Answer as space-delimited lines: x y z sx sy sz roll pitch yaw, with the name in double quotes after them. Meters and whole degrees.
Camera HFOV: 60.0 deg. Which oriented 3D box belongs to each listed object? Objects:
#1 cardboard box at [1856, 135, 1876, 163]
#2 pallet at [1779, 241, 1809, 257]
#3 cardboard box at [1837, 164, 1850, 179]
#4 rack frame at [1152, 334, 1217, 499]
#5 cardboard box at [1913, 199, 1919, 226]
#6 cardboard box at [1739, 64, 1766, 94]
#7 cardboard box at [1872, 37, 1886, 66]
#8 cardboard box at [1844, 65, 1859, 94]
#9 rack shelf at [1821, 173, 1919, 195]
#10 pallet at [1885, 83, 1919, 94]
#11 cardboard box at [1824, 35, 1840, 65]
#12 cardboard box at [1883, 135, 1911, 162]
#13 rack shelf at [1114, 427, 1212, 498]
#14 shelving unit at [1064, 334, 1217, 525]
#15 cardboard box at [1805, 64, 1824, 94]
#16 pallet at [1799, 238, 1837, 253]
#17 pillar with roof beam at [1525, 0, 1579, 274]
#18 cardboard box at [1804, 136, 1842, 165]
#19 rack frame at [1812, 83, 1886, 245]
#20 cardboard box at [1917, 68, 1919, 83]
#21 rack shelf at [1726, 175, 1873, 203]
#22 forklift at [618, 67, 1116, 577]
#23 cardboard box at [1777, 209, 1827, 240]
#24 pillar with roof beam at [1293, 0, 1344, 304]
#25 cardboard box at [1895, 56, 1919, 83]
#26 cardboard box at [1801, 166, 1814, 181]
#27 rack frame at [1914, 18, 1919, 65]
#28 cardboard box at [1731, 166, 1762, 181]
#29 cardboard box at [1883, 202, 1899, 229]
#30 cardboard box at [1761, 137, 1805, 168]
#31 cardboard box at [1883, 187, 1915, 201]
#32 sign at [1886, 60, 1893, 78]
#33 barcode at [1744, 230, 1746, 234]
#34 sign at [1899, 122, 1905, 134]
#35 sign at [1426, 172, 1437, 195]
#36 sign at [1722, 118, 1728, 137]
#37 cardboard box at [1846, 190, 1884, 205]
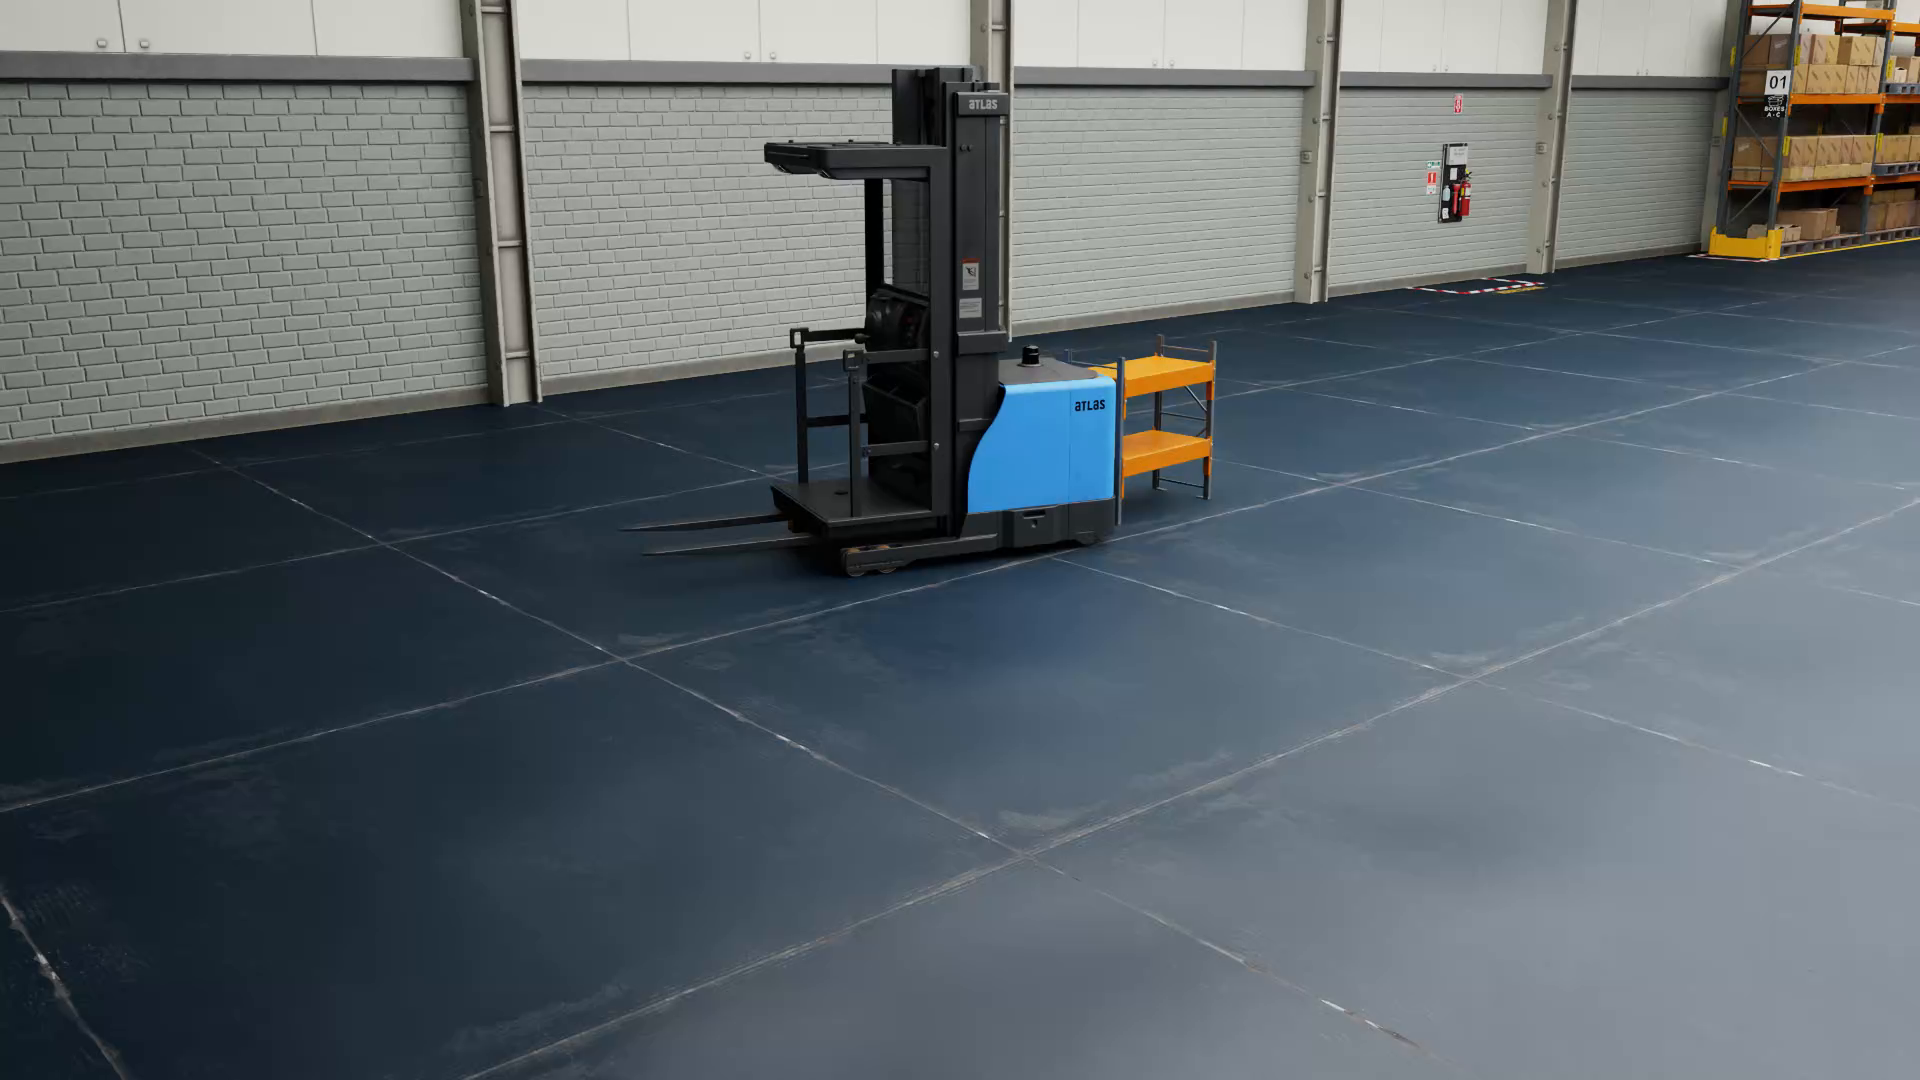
16.842 -7.361 31.294 0.500 0.500 0.500 -13 20 -39 "cardboard box"
14.671 -5.321 30.260 1.213 0.211 1.003 -13 19 -39 "pallet"
16.086 -6.829 30.755 0.500 0.250 0.500 -13 20 -40 "cardboard box"
1.595 -0.880 11.863 0.500 1.125 0.032 14 20 42 "rack frame"
19.504 -6.752 34.208 0.500 0.500 0.700 -12 19 -39 "cardboard box"
14.126 -8.151 29.409 0.500 0.500 0.500 -11 18 -35 "cardboard box"
16.795 -9.054 30.853 0.500 0.500 0.500 14 20 42 "cardboard box"
15.994 -8.391 30.306 0.500 0.500 0.500 -14 20 -41 "cardboard box"
18.504 -7.193 33.261 4.000 0.370 1.077 -13 19 -39 "rack shelf"
17.531 -8.644 31.851 1.003 0.211 1.213 -13 19 -39 "pallet"
15.219 -8.697 29.513 0.500 0.500 0.500 -12 19 -38 "cardboard box"
18.304 -7.753 32.917 0.500 0.500 0.700 -10 18 -32 "cardboard box"
1.242 -0.549 11.573 0.538 0.278 1.000 14 20 42 "rack shelf"
1.242 -0.785 11.510 0.538 1.125 1.048 14 20 42 "shelving unit"
14.823 -8.123 29.305 0.500 0.500 0.500 -11 19 -36 "cardboard box"
15.591 -5.526 31.030 1.213 0.211 1.003 -13 19 -39 "pallet"
12.238 -7.855 22.720 0.400 9.000 9.100 -13 19 -39 "pillar with roof beam"
15.690 -7.104 30.332 0.500 0.500 0.500 -12 19 -38 "cardboard box"
16.995 -7.202 31.900 0.127 3.000 1.000 -13 19 -39 "rack frame"
18.974 -9.187 33.279 0.637 0.503 0.797 -9 18 -32 "cardboard box"
15.487 -6.516 30.724 4.000 0.370 1.077 -13 19 -39 "rack shelf"
-0.572 -1.351 10.130 3.031 2.935 1.130 -6 16 -23 "forklift"
15.575 -5.840 30.792 0.500 0.500 0.700 -14 21 -43 "cardboard box"
7.711 -6.839 18.915 0.400 9.000 9.100 -13 19 -39 "pillar with roof beam"
18.391 -9.188 32.516 0.500 0.500 0.500 -14 20 -41 "cardboard box"
14.937 -6.573 29.797 0.500 0.250 0.500 -13 20 -41 "cardboard box"
20.013 -10.778 33.662 0.127 3.000 1.000 -13 19 -39 "rack frame"
14.203 -6.578 29.817 0.500 0.250 0.500 -12 19 -39 "cardboard box"
18.308 -6.511 33.303 0.500 0.500 0.700 -12 19 -39 "cardboard box"
14.535 -6.846 29.366 0.500 0.500 0.500 -13 19 -39 "cardboard box"
19.033 -7.030 33.795 0.500 0.250 0.500 -12 19 -38 "cardboard box"
17.357 -8.797 31.055 0.005 0.325 0.100 -13 19 -39 "sign"
14.310 -5.623 30.328 0.075 0.075 0.001 -13 19 -39 "barcode"
19.646 -8.546 34.689 0.005 0.325 0.100 -13 19 -39 "sign"
7.038 -5.327 24.812 0.234 0.329 0.001 -13 19 -39 "sign"
13.629 -7.348 29.590 0.005 0.325 0.100 -13 19 -39 "sign"
17.870 -6.772 32.829 0.500 0.250 0.500 -13 20 -41 "cardboard box"
